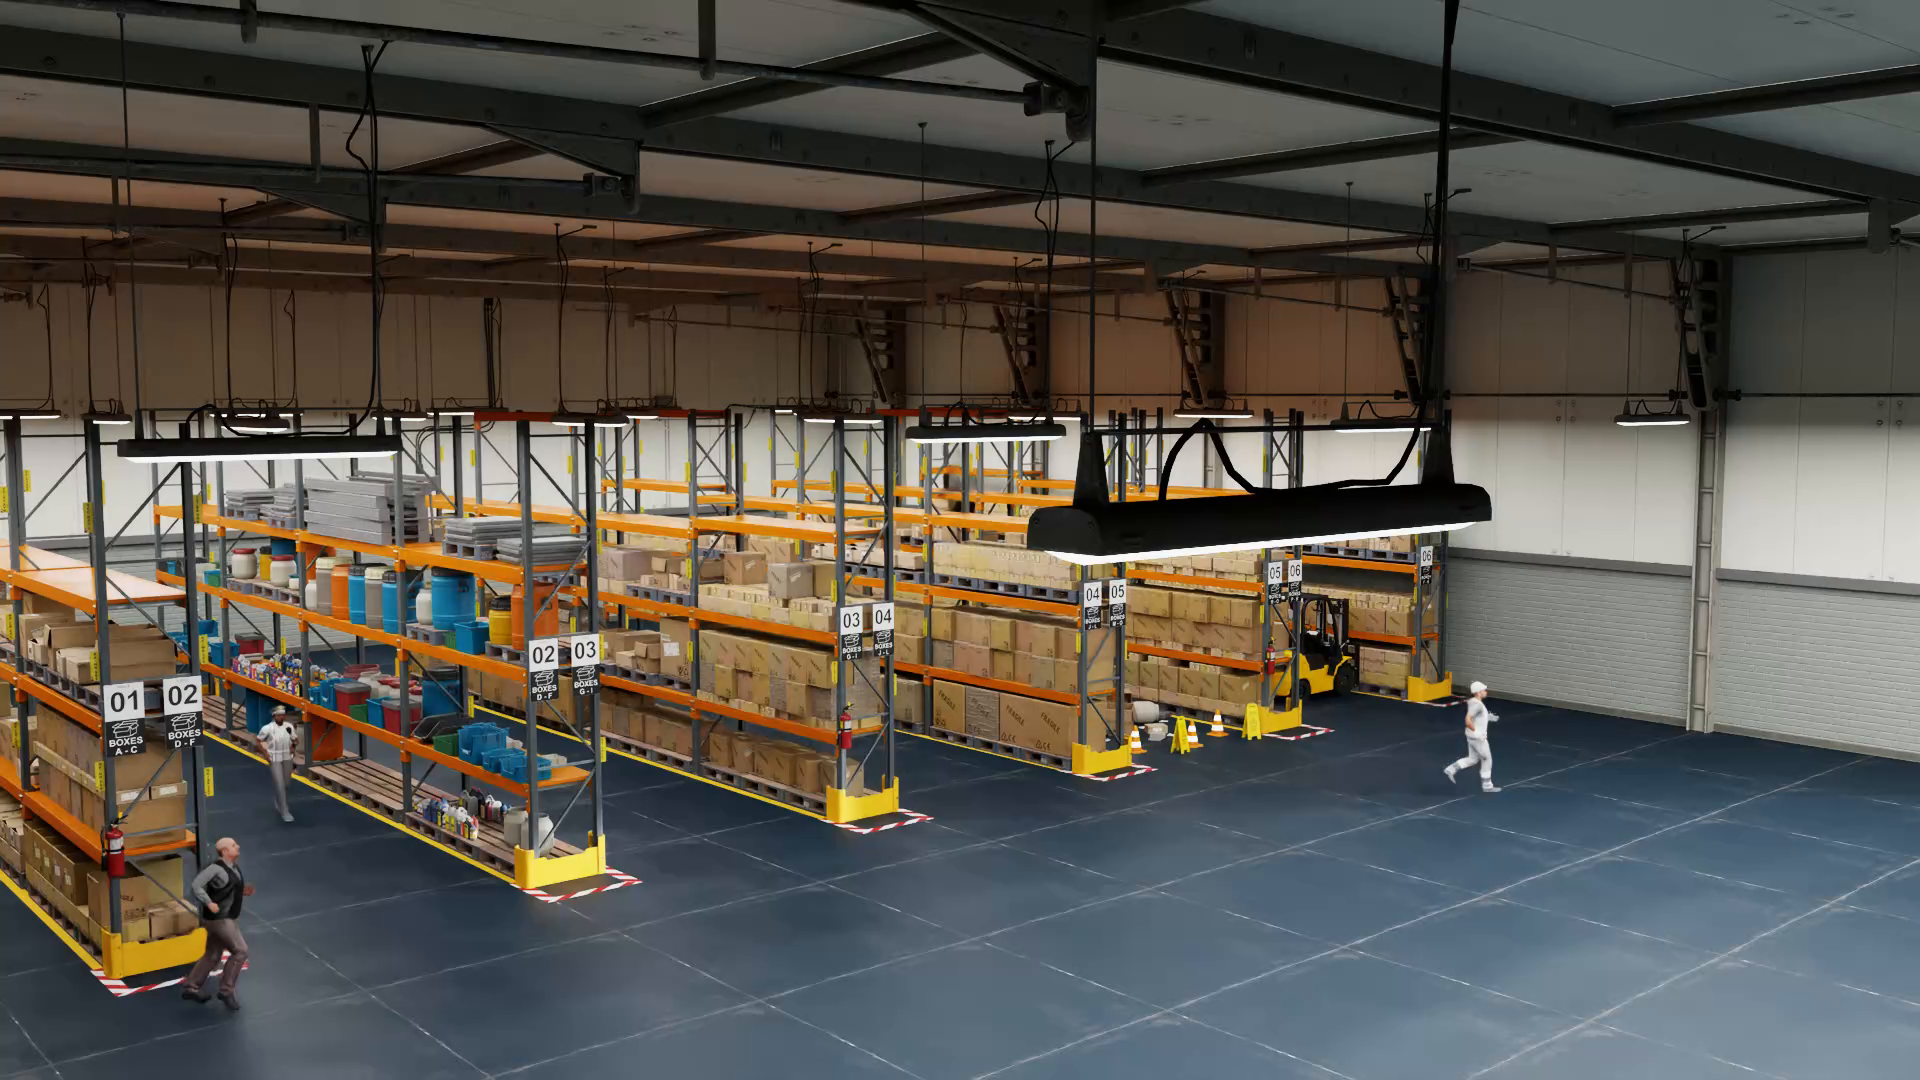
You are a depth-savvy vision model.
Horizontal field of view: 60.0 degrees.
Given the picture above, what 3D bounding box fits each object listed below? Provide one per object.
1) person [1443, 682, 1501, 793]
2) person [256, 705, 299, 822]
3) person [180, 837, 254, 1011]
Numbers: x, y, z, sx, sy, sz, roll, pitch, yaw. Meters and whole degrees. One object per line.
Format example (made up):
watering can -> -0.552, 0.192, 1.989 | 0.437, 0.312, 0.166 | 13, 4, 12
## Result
person -> 8.143, 3.121, 26.354 | 0.906, 1.767, 0.660 | 1, 5, 7
person -> -10.151, 3.298, 24.834 | 0.591, 1.699, 0.816 | -5, 7, -43
person -> -7.713, 3.971, 17.294 | 0.727, 1.758, 0.676 | -1, 5, -12
